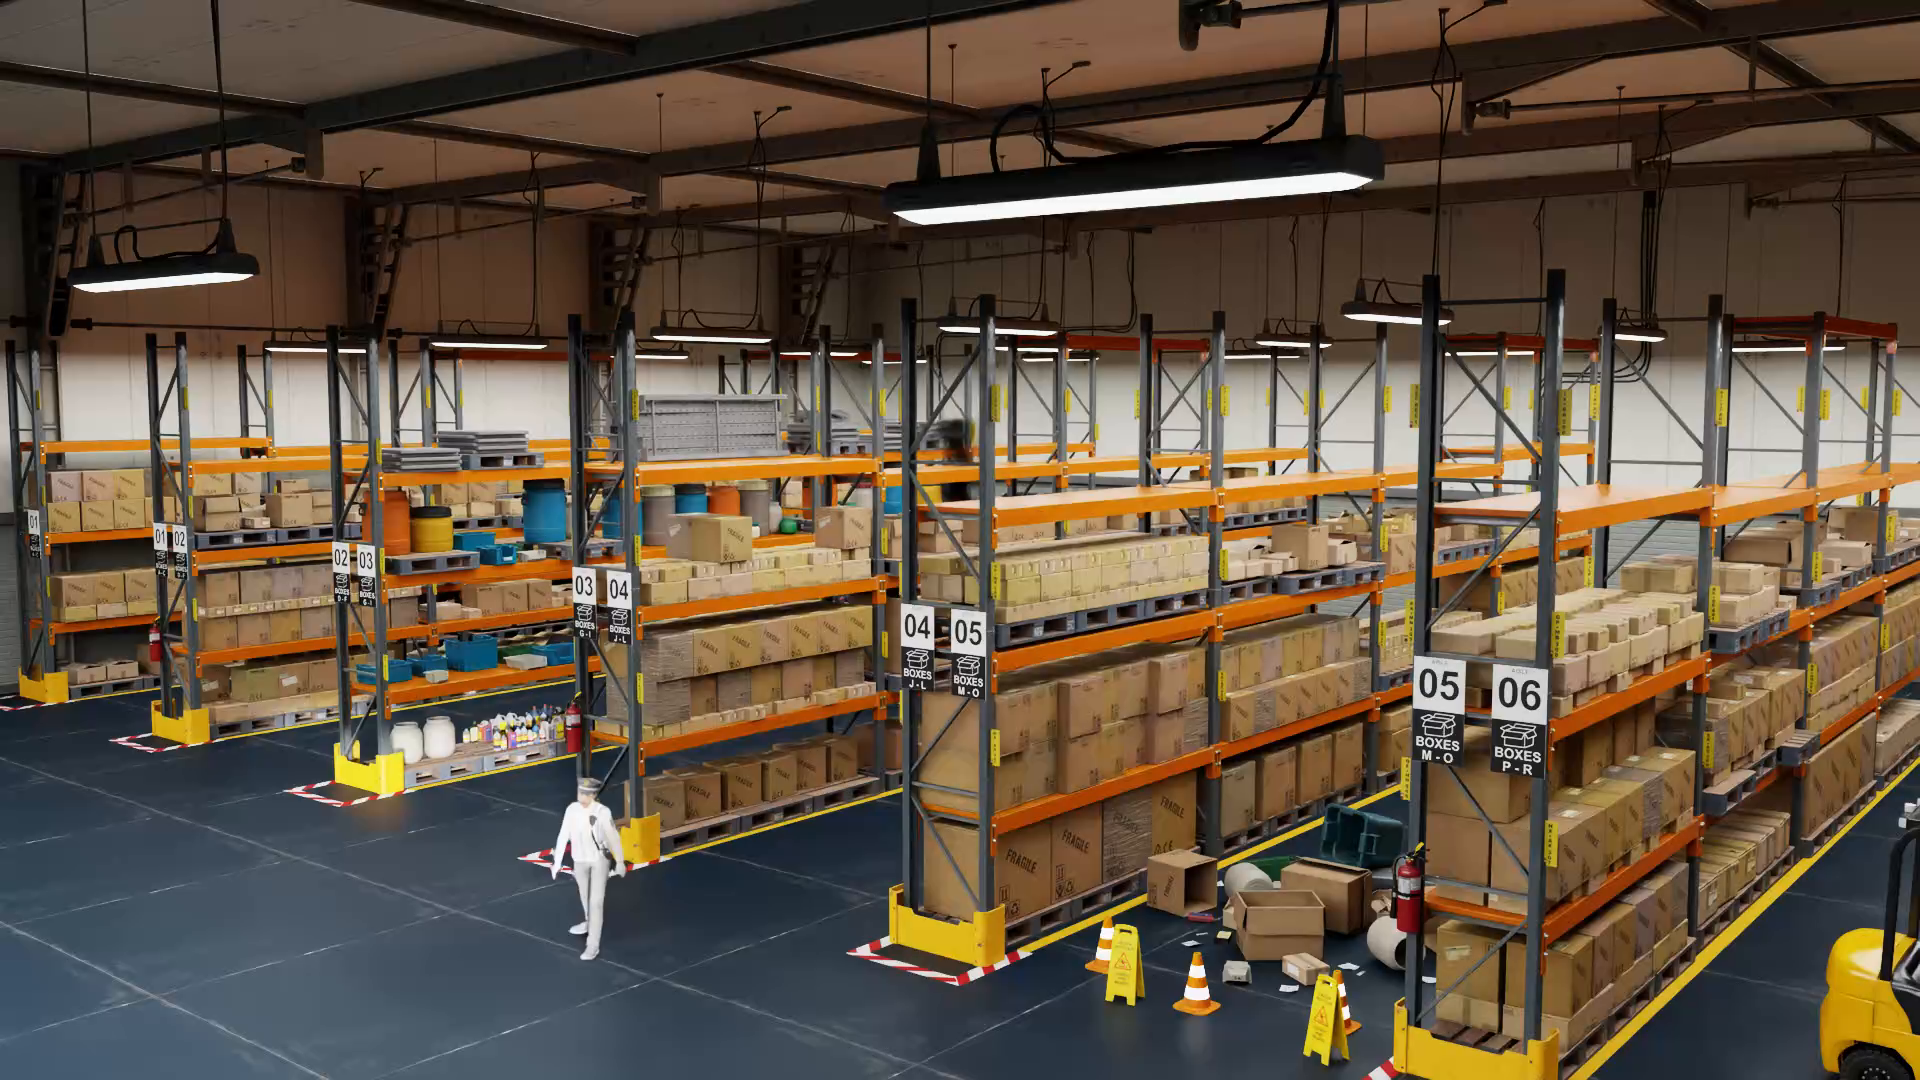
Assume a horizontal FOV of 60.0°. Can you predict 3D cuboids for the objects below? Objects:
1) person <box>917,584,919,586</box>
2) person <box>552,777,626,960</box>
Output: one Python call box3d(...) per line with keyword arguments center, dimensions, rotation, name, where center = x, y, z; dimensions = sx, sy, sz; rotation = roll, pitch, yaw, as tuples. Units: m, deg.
box3d(center=(-0.785, 0.904, 38.246), dimensions=(0.736, 1.679, 0.794), rotation=(-2, 5, -19), name="person")
box3d(center=(-3.452, 2.964, 15.395), dimensions=(0.661, 1.615, 0.849), rotation=(2, 5, 17), name="person")
